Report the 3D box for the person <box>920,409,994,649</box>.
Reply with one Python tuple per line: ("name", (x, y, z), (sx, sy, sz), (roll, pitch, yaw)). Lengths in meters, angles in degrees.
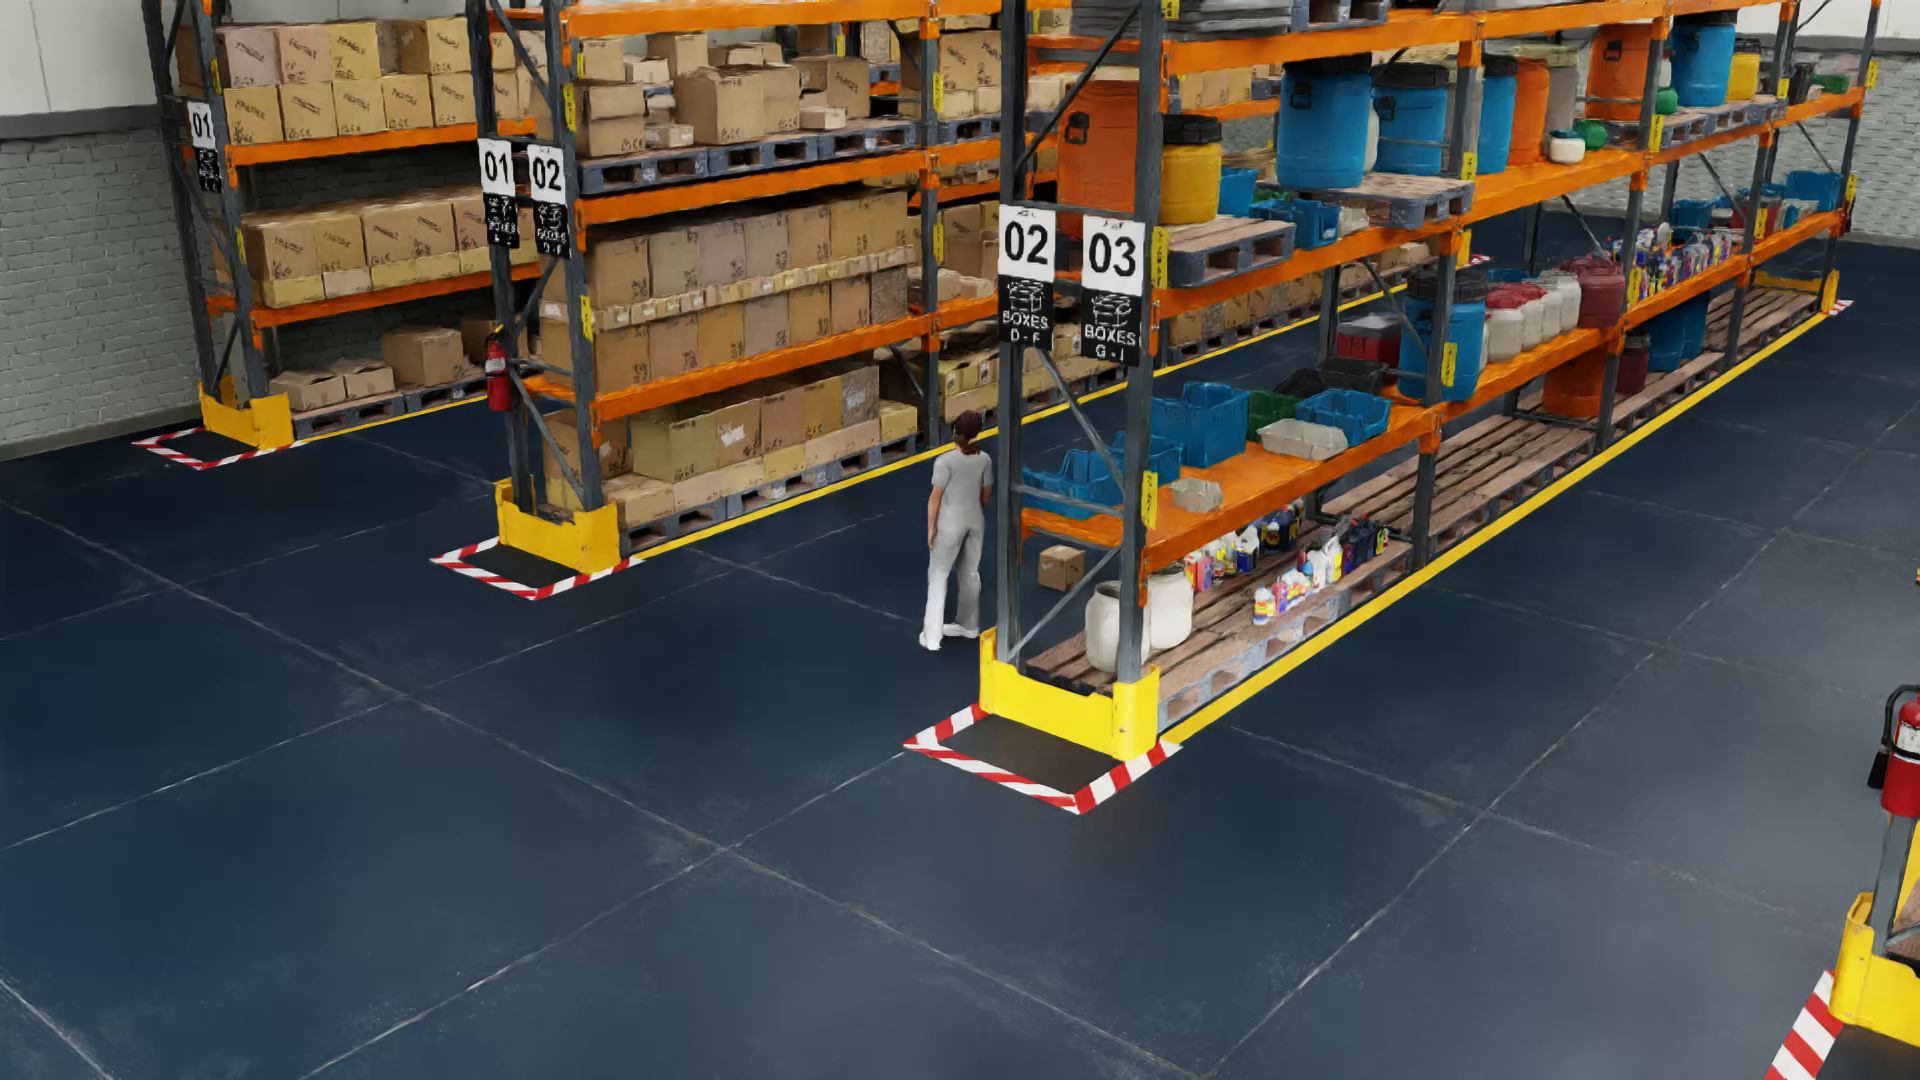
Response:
("person", (-0.032, -0.074, 11.294), (0.537, 1.674, 0.397), (-12, 23, -29))
